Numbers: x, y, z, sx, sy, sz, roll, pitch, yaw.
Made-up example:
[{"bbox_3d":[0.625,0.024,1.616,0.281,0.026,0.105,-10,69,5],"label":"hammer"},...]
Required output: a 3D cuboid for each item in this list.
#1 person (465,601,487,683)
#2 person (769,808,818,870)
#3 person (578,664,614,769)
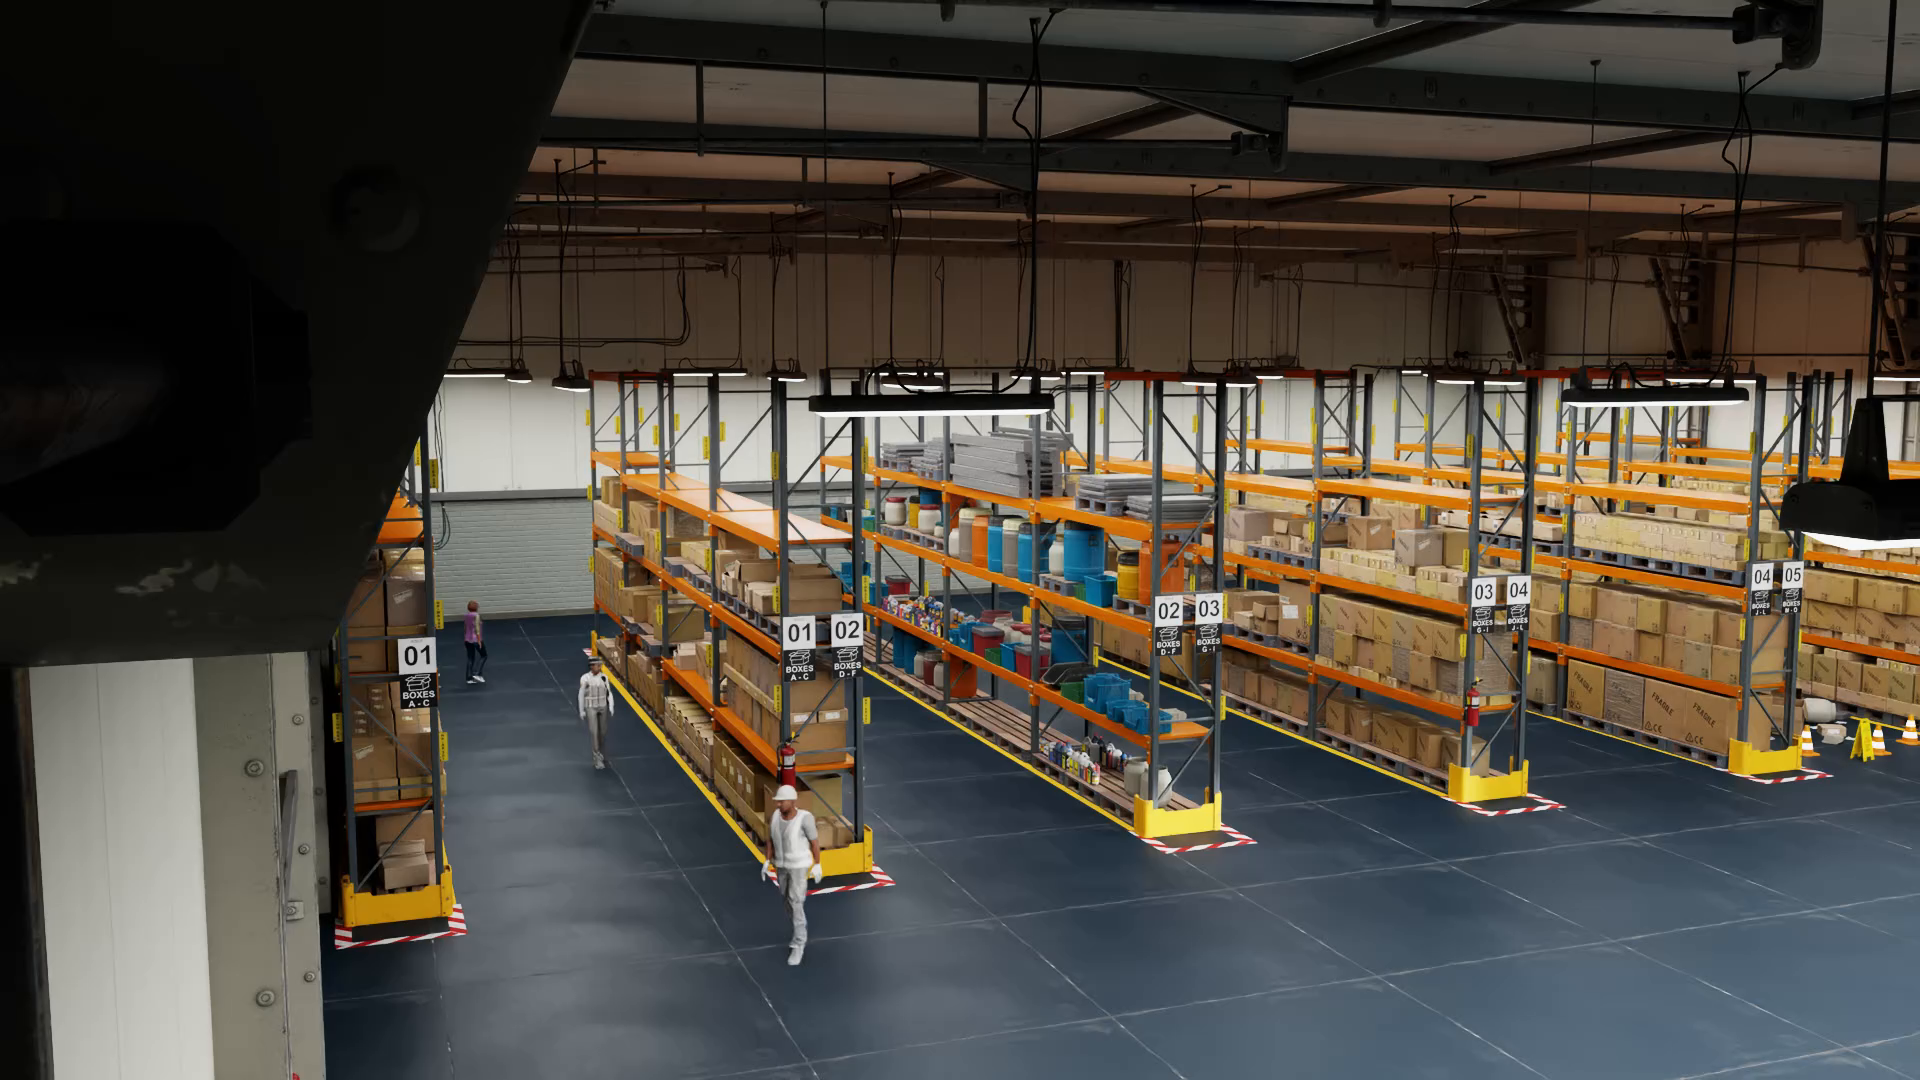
[{"bbox_3d":[-9.354,1.964,31.989,0.457,1.594,0.424,3,7,25],"label":"person"},{"bbox_3d":[-1.787,3.161,17.652,0.572,0.635,0.361,4,8,34],"label":"person"},{"bbox_3d":[-5.570,2.660,25.741,0.516,1.655,0.702,-4,8,-34],"label":"person"}]
